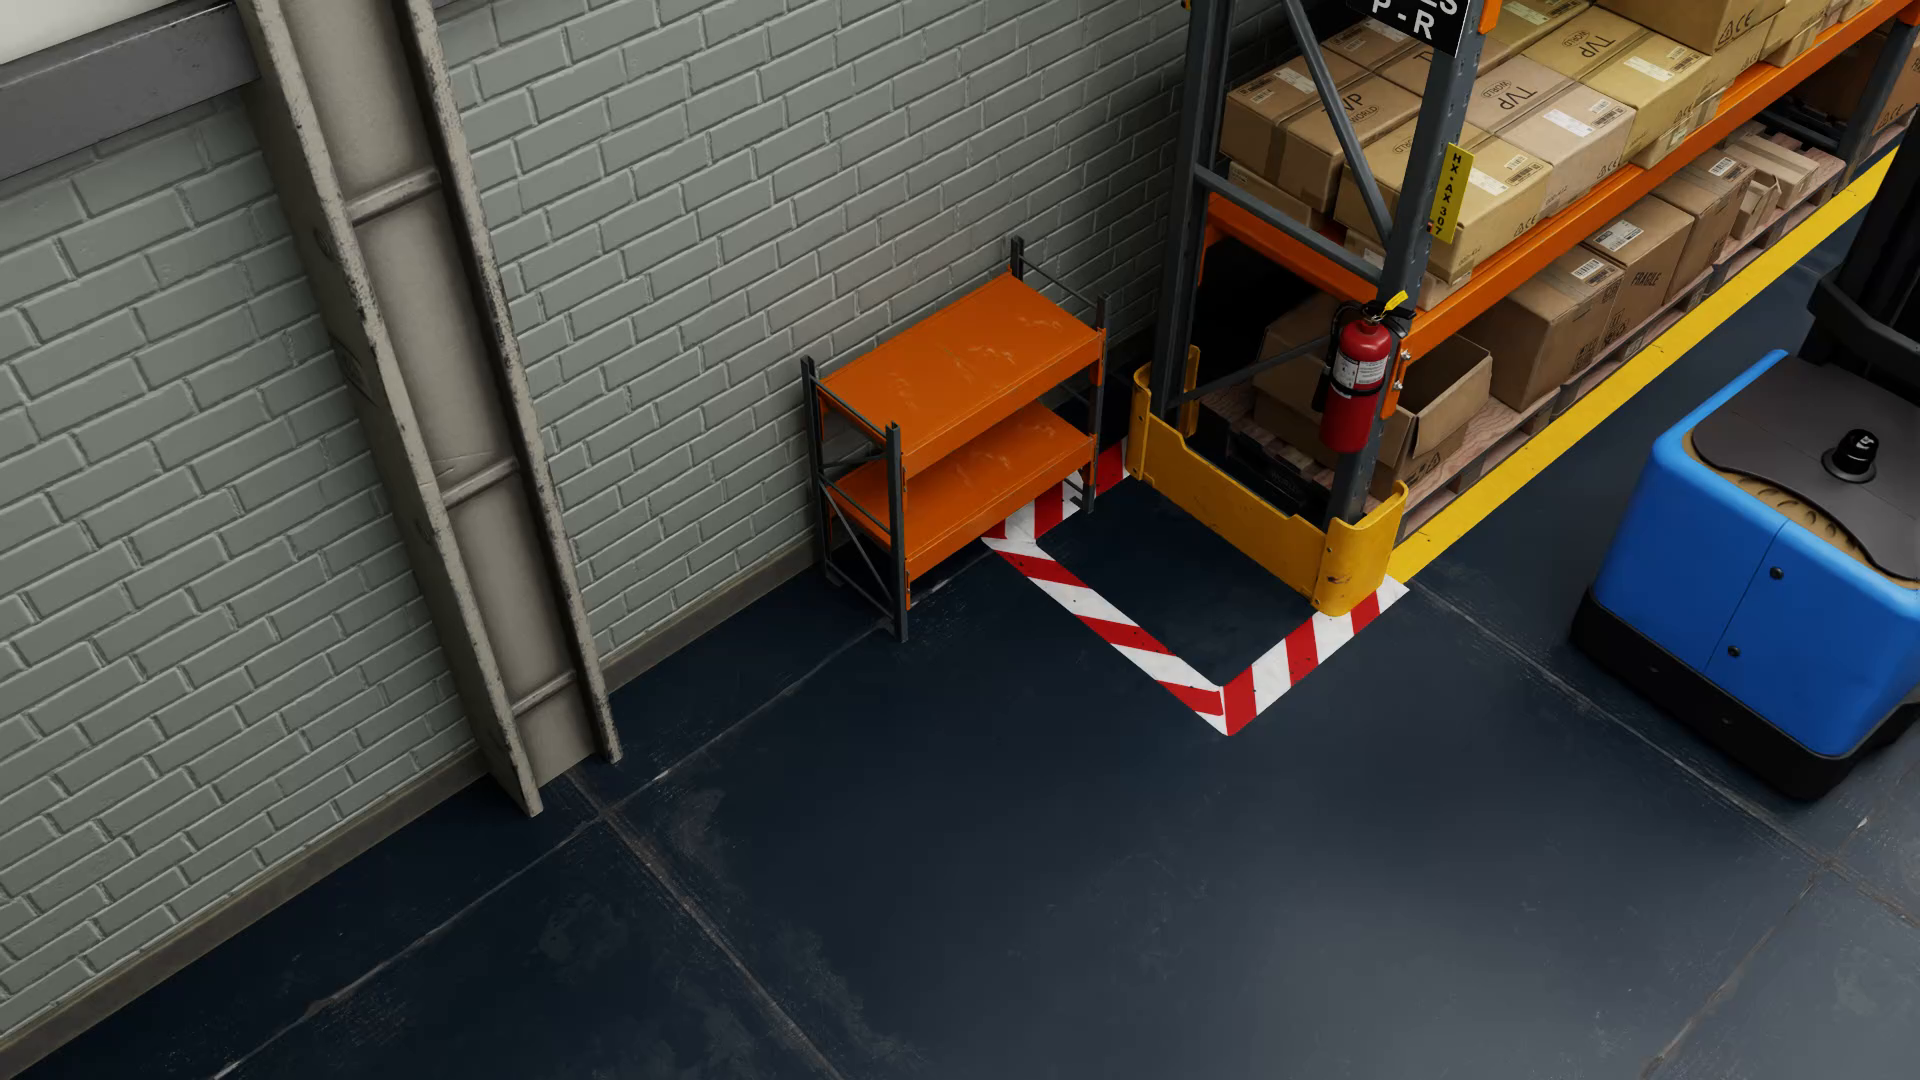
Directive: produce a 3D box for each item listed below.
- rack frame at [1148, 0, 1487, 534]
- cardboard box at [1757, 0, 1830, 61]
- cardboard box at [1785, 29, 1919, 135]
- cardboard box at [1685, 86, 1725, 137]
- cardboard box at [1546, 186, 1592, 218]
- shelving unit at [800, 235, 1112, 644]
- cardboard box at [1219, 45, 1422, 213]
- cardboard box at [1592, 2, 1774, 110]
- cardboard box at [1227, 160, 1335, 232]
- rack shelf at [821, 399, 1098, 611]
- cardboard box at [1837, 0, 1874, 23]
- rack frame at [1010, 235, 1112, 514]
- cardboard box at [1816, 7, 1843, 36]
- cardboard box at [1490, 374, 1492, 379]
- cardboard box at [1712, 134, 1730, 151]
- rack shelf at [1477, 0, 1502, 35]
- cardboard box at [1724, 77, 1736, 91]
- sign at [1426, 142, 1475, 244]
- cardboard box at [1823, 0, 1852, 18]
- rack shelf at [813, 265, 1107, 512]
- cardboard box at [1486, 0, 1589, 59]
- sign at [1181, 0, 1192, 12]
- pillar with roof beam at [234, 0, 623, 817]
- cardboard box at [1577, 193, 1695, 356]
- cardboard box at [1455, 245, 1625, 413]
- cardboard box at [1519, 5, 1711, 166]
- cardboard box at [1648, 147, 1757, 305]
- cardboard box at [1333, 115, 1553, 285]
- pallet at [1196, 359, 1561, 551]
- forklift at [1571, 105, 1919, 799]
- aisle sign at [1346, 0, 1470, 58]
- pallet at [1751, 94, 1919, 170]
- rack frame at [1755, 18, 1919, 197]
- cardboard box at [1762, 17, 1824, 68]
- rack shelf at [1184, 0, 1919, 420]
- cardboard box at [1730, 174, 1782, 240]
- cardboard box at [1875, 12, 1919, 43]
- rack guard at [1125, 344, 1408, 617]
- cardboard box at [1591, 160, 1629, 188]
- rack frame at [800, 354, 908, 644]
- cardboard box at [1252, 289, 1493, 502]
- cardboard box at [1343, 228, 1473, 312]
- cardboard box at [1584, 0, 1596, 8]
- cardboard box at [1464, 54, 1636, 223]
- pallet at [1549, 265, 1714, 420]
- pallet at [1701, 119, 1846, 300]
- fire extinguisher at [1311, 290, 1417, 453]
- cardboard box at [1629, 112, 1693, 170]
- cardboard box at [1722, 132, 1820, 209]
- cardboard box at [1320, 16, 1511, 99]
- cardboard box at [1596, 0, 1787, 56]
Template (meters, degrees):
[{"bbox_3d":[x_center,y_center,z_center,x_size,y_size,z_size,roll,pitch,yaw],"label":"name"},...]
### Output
[{"bbox_3d":[1.134,-1.063,5.690,0.127,3.000,1.000,-34,56,-27],"label":"rack frame"},{"bbox_3d":[3.142,-2.211,6.649,0.500,0.250,0.500,-34,56,-27],"label":"cardboard box"},{"bbox_3d":[4.603,-2.452,8.387,0.500,0.500,0.500,-31,55,-26],"label":"cardboard box"},{"bbox_3d":[2.730,-1.742,6.487,0.250,0.149,0.380,-33,55,-26],"label":"cardboard box"},{"bbox_3d":[2.118,-1.382,6.155,0.250,0.149,0.380,-32,55,-26],"label":"cardboard box"},{"bbox_3d":[-0.004,-0.378,6.333,1.048,1.125,0.538,-34,56,-27],"label":"shelving unit"},{"bbox_3d":[1.296,-1.484,5.978,0.500,0.250,0.500,-32,55,-26],"label":"cardboard box"},{"bbox_3d":[2.761,-1.957,6.414,0.500,0.250,0.500,-35,56,-28],"label":"cardboard box"},{"bbox_3d":[1.199,-1.287,6.068,0.250,0.149,0.380,-34,56,-28],"label":"cardboard box"},{"bbox_3d":[-0.004,-0.212,6.513,1.000,0.278,0.538,-34,56,-27],"label":"rack shelf"},{"bbox_3d":[3.674,-2.378,7.074,0.250,0.149,0.380,-32,55,-26],"label":"cardboard box"},{"bbox_3d":[0.372,-0.630,6.566,0.032,1.125,0.500,-34,56,-27],"label":"rack frame"},{"bbox_3d":[3.461,-2.263,6.968,0.250,0.149,0.380,-32,55,-26],"label":"cardboard box"},{"bbox_3d":[1.991,-0.678,6.989,0.250,0.149,0.380,-36,57,-28],"label":"cardboard box"},{"bbox_3d":[3.446,-2.073,8.165,0.500,0.311,0.500,-32,55,-26],"label":"cardboard box"},{"bbox_3d":[2.614,-2.825,5.764,4.000,0.370,1.077,-34,56,-27],"label":"rack shelf"},{"bbox_3d":[2.874,-1.907,6.640,0.250,0.149,0.380,-34,56,-27],"label":"cardboard box"},{"bbox_3d":[1.499,-1.061,5.099,0.005,0.325,0.100,-34,56,-27],"label":"sign"},{"bbox_3d":[3.520,-2.450,6.869,0.500,0.250,0.500,-34,56,-27],"label":"cardboard box"},{"bbox_3d":[-0.004,-0.576,6.118,1.000,0.278,0.538,-34,56,-27],"label":"rack shelf"},{"bbox_3d":[2.048,-1.981,6.437,0.500,0.250,0.500,-32,55,-26],"label":"cardboard box"},{"bbox_3d":[0.776,-1.874,5.436,0.005,0.325,0.100,-34,56,-27],"label":"sign"},{"bbox_3d":[1.429,0.087,0.547,0.400,9.000,9.100,-34,56,-27],"label":"pillar with roof beam"},{"bbox_3d":[2.768,-1.217,7.247,0.500,0.500,0.500,-33,55,-27],"label":"cardboard box"},{"bbox_3d":[2.309,-1.010,7.056,0.500,0.500,0.700,-32,55,-26],"label":"cardboard box"},{"bbox_3d":[2.397,-1.692,6.170,0.500,0.250,0.500,-35,56,-28],"label":"cardboard box"},{"bbox_3d":[3.077,-1.523,7.529,0.500,0.500,0.700,-36,57,-28],"label":"cardboard box"},{"bbox_3d":[1.651,-1.191,5.707,0.500,0.250,0.500,-33,56,-27],"label":"cardboard box"},{"bbox_3d":[1.780,-0.549,7.113,1.213,0.211,1.003,-34,56,-27],"label":"pallet"},{"bbox_3d":[3.780,-1.015,5.692,3.031,2.935,1.130,-32,55,-26],"label":"forklift"},{"bbox_3d":[1.281,-1.751,4.556,0.004,0.787,0.394,-34,56,-27],"label":"aisle sign"},{"bbox_3d":[4.670,-2.517,8.929,1.213,0.211,1.003,-34,56,-27],"label":"pallet"},{"bbox_3d":[4.094,-3.040,7.514,0.127,3.000,1.000,-34,56,-27],"label":"rack frame"},{"bbox_3d":[3.291,-2.122,6.838,0.250,0.149,0.380,-35,56,-28],"label":"cardboard box"},{"bbox_3d":[2.614,-1.808,6.866,4.000,0.370,1.077,-34,56,-27],"label":"rack shelf"},{"bbox_3d":[3.615,-1.644,7.801,0.258,0.266,0.396,-32,55,-26],"label":"cardboard box"},{"bbox_3d":[4.538,-2.588,8.071,0.250,0.149,0.380,-31,55,-26],"label":"cardboard box"},{"bbox_3d":[1.190,-0.253,6.643,0.348,0.500,1.175,-34,56,-27],"label":"rack guard"},{"bbox_3d":[2.311,-1.517,6.279,0.250,0.149,0.380,-33,55,-27],"label":"cardboard box"},{"bbox_3d":[-0.379,-0.126,6.101,0.032,1.125,0.500,-34,56,-27],"label":"rack frame"},{"bbox_3d":[1.651,-0.609,6.684,0.637,0.503,0.797,-36,57,-28],"label":"cardboard box"},{"bbox_3d":[1.562,-0.991,5.794,0.250,0.149,0.380,-34,56,-27],"label":"cardboard box"},{"bbox_3d":[2.435,-2.239,6.675,0.500,0.250,0.500,-34,56,-27],"label":"cardboard box"},{"bbox_3d":[2.024,-1.440,5.937,0.500,0.250,0.500,-33,55,-27],"label":"cardboard box"},{"bbox_3d":[2.682,-1.149,7.667,1.213,0.211,1.003,-34,56,-27],"label":"pallet"},{"bbox_3d":[3.585,-1.756,8.227,1.213,0.211,1.003,-34,56,-27],"label":"pallet"},{"bbox_3d":[1.336,-0.586,5.556,0.183,0.674,0.296,-34,56,-27],"label":"fire extinguisher"},{"bbox_3d":[2.549,-1.601,6.357,0.250,0.149,0.380,-35,56,-28],"label":"cardboard box"},{"bbox_3d":[3.879,-1.781,8.006,0.250,0.149,0.380,-35,56,-28],"label":"cardboard box"},{"bbox_3d":[1.678,-1.739,6.213,0.500,0.250,0.500,-34,56,-27],"label":"cardboard box"},{"bbox_3d":[2.761,-2.187,6.116,0.500,0.500,0.500,-32,55,-26],"label":"cardboard box"}]
